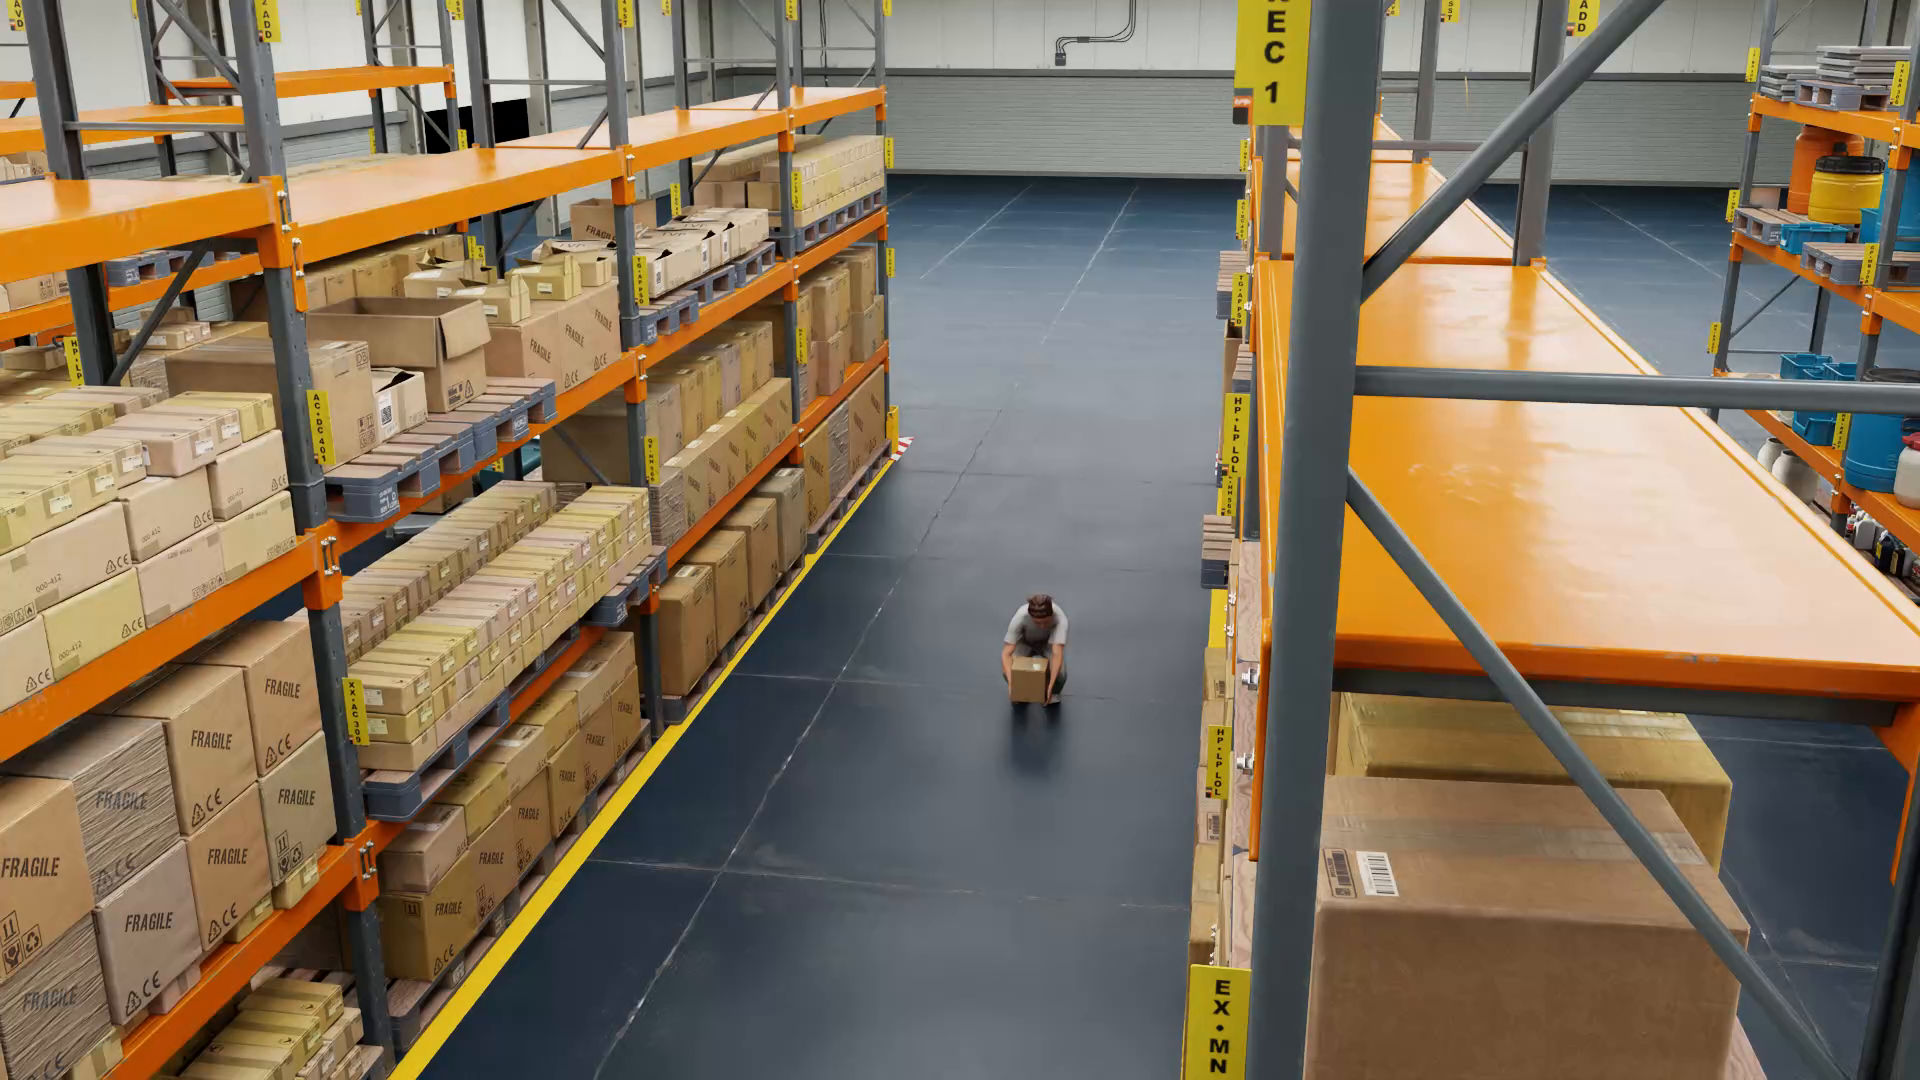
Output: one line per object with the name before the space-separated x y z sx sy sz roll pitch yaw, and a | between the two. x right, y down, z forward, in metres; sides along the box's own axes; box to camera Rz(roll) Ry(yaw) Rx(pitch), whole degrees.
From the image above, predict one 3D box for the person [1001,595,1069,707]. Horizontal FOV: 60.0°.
person | 0.567 0.783 12.295 0.485 0.938 0.794 3 18 9
